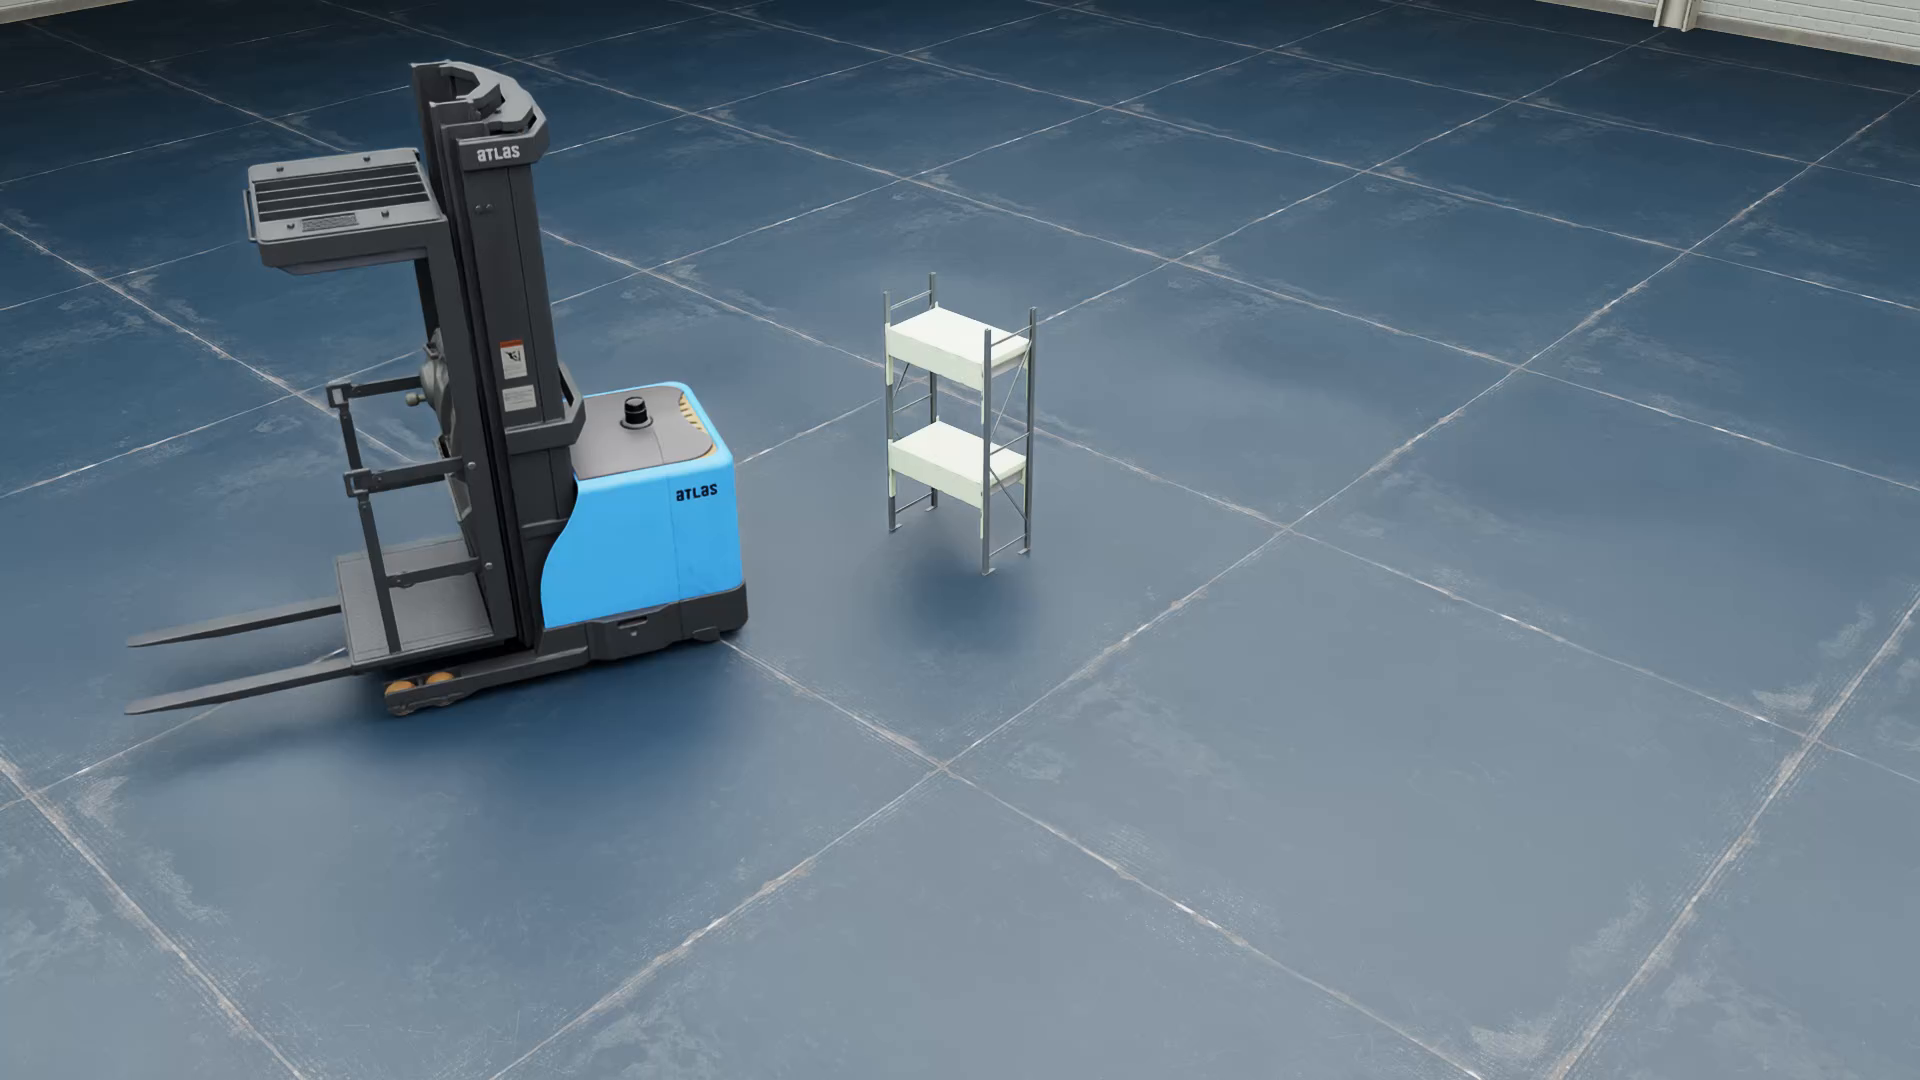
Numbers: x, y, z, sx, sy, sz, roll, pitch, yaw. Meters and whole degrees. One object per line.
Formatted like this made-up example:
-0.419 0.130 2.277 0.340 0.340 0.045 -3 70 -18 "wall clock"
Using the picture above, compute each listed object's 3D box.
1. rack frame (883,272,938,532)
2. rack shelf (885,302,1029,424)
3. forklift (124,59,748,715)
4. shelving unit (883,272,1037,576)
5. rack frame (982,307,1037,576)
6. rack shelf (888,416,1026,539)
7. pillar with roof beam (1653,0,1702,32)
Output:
-0.276 -0.772 9.522 0.023 1.500 0.400 25 39 35 "rack frame"
-0.005 -0.979 9.110 0.720 0.370 0.431 25 39 35 "rack shelf"
-2.696 -0.697 8.010 3.031 2.935 1.130 -12 33 -19 "forklift"
-0.005 -0.645 9.311 0.755 1.500 0.431 25 39 35 "shelving unit"
0.266 -0.518 9.101 0.023 1.500 0.400 25 39 35 "rack frame"
-0.005 -0.366 9.480 0.720 0.370 0.431 25 39 35 "rack shelf"
5.661 -8.356 14.850 0.400 9.000 9.100 25 39 35 "pillar with roof beam"
